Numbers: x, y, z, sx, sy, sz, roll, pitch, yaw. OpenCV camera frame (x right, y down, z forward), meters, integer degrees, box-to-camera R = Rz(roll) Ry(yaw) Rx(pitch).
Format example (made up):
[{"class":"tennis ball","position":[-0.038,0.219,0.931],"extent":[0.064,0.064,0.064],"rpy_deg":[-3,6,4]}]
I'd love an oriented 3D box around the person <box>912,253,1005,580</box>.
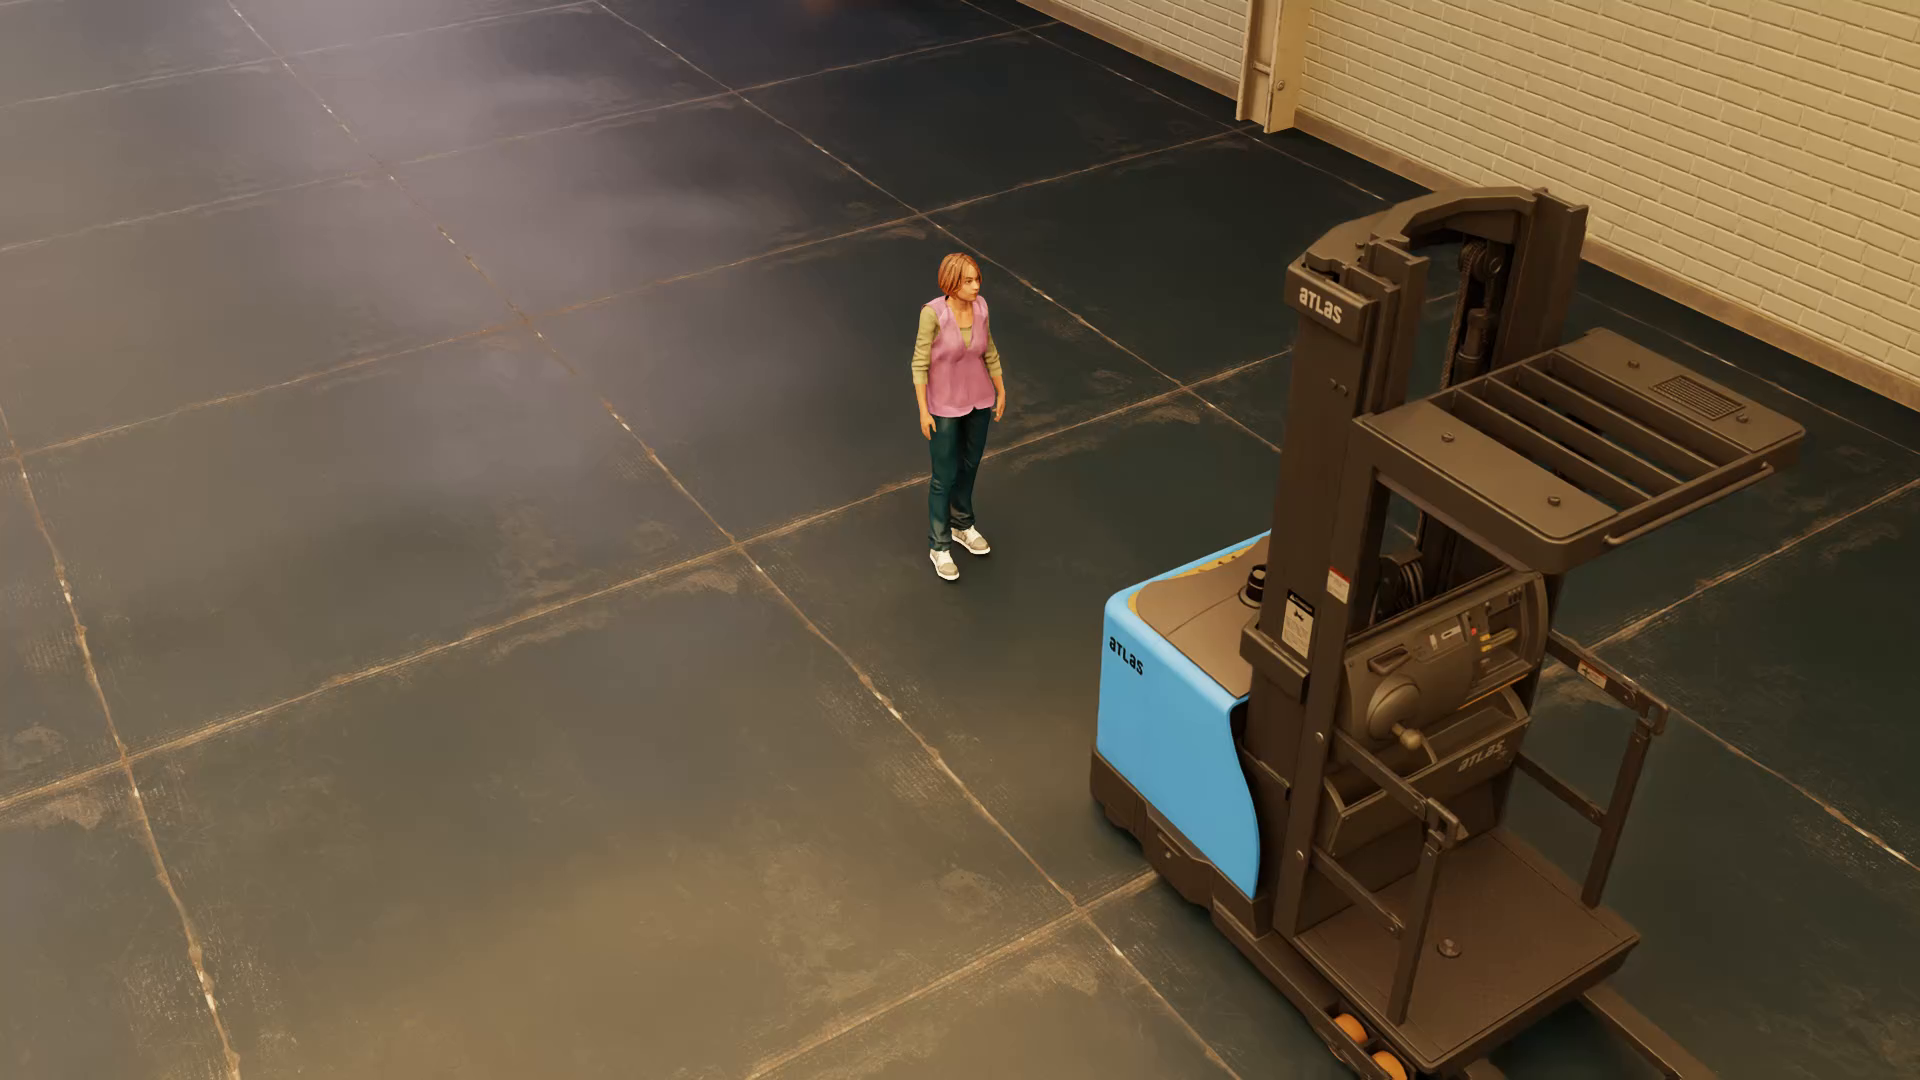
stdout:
[{"class":"person","position":[0.029,-0.619,8.176],"extent":[0.520,1.599,0.473],"rpy_deg":[-21,40,-27]}]

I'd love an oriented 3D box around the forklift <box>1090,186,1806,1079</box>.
[{"class":"forklift","position":[1.769,0.466,5.485],"extent":[1.130,2.935,3.031],"rpy_deg":[-20,40,-26]}]
